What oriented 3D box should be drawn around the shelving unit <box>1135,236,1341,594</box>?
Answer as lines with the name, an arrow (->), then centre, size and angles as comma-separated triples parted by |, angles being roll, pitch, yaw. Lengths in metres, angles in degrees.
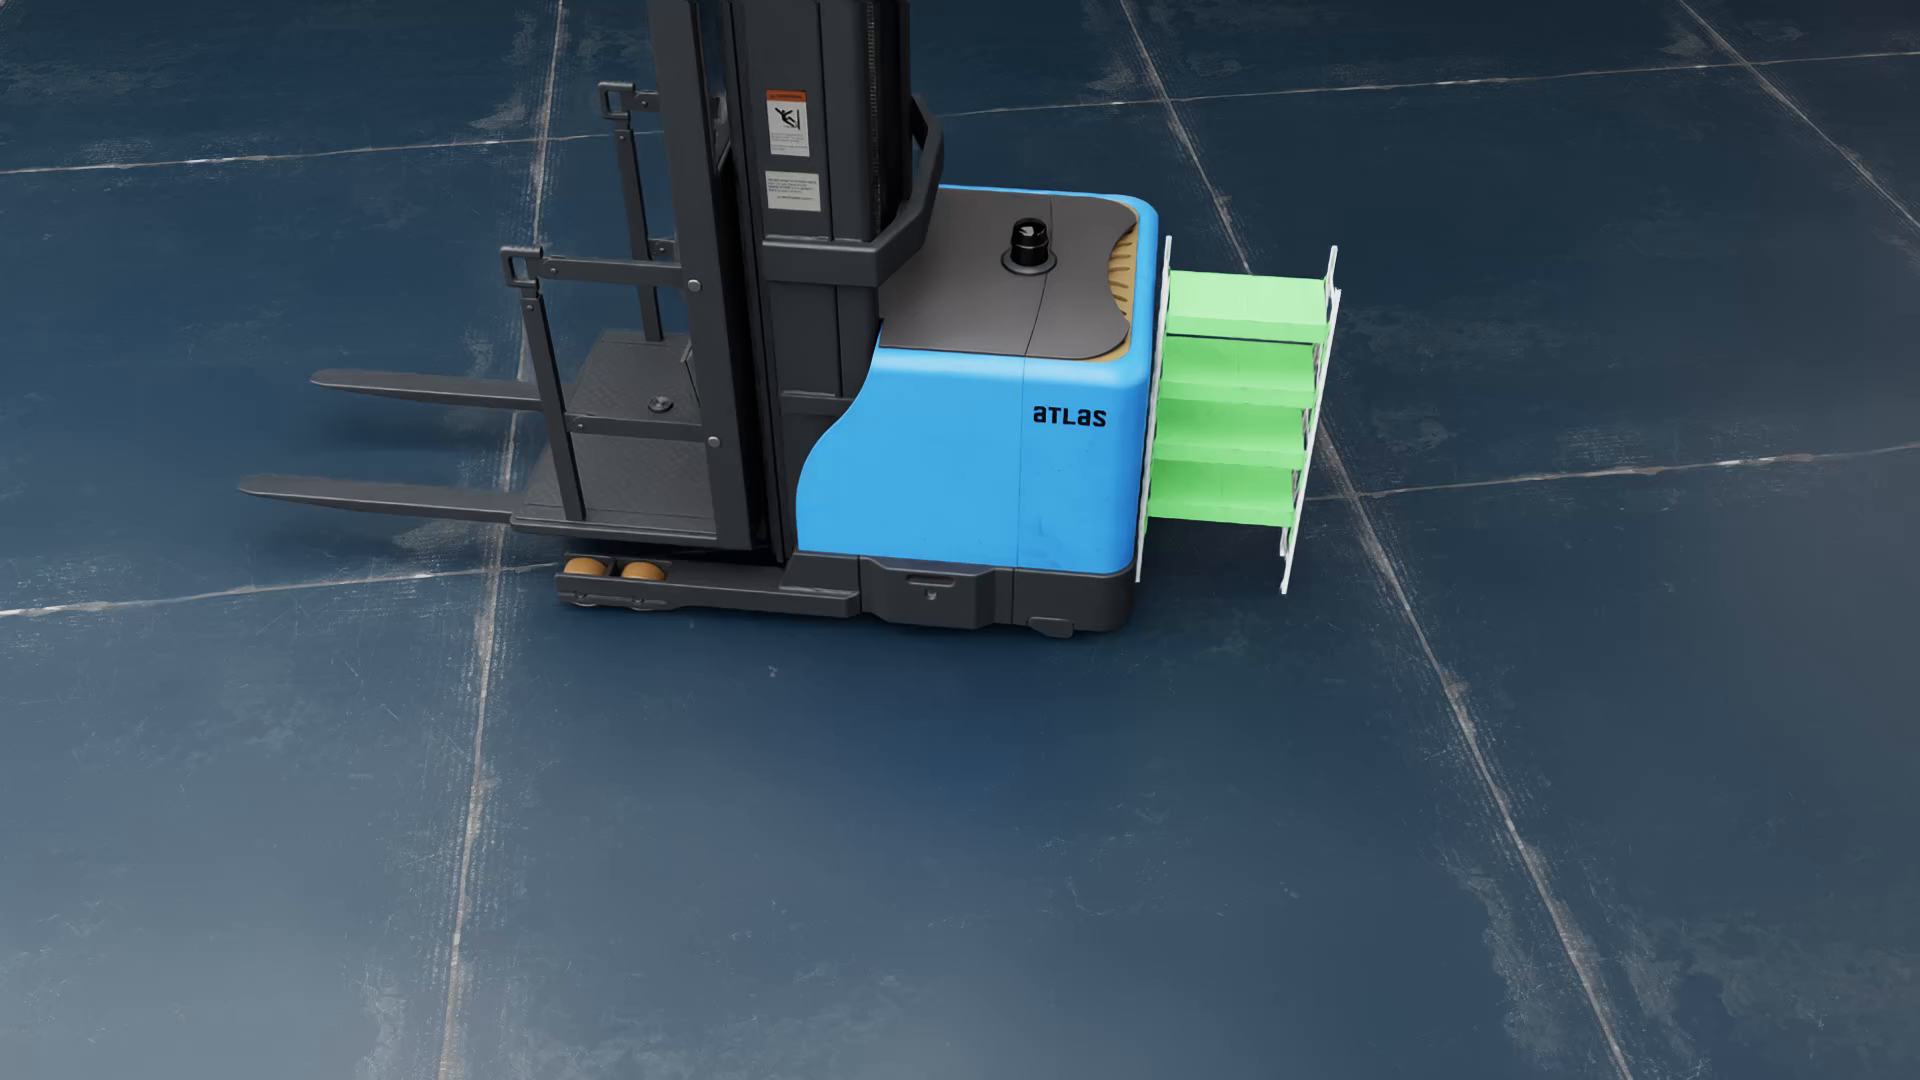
shelving unit -> 0.852, -0.364, 5.258 | 0.503, 1.200, 0.258 | 4, 42, 5

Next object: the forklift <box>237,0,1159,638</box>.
forklift -> -0.900, -1.200, 4.892 | 3.031, 2.935, 1.130 | 4, 42, 5

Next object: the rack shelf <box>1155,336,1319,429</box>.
rack shelf -> 0.852, -0.495, 5.140 | 0.480, 0.148, 0.258 | 4, 42, 5

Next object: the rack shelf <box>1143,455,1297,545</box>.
rack shelf -> 0.852, -0.138, 5.461 | 0.480, 0.148, 0.258 | 4, 42, 5

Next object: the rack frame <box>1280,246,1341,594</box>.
rack frame -> 1.095, -0.345, 5.237 | 0.015, 1.200, 0.240 | 4, 42, 5

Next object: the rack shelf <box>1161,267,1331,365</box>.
rack shelf -> 0.852, -0.673, 4.979 | 0.480, 0.148, 0.258 | 4, 42, 5

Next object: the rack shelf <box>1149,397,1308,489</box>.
rack shelf -> 0.852, -0.316, 5.300 | 0.480, 0.148, 0.258 | 4, 42, 5

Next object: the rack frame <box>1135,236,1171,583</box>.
rack frame -> 0.610, -0.383, 5.278 | 0.015, 1.200, 0.240 | 4, 42, 5
